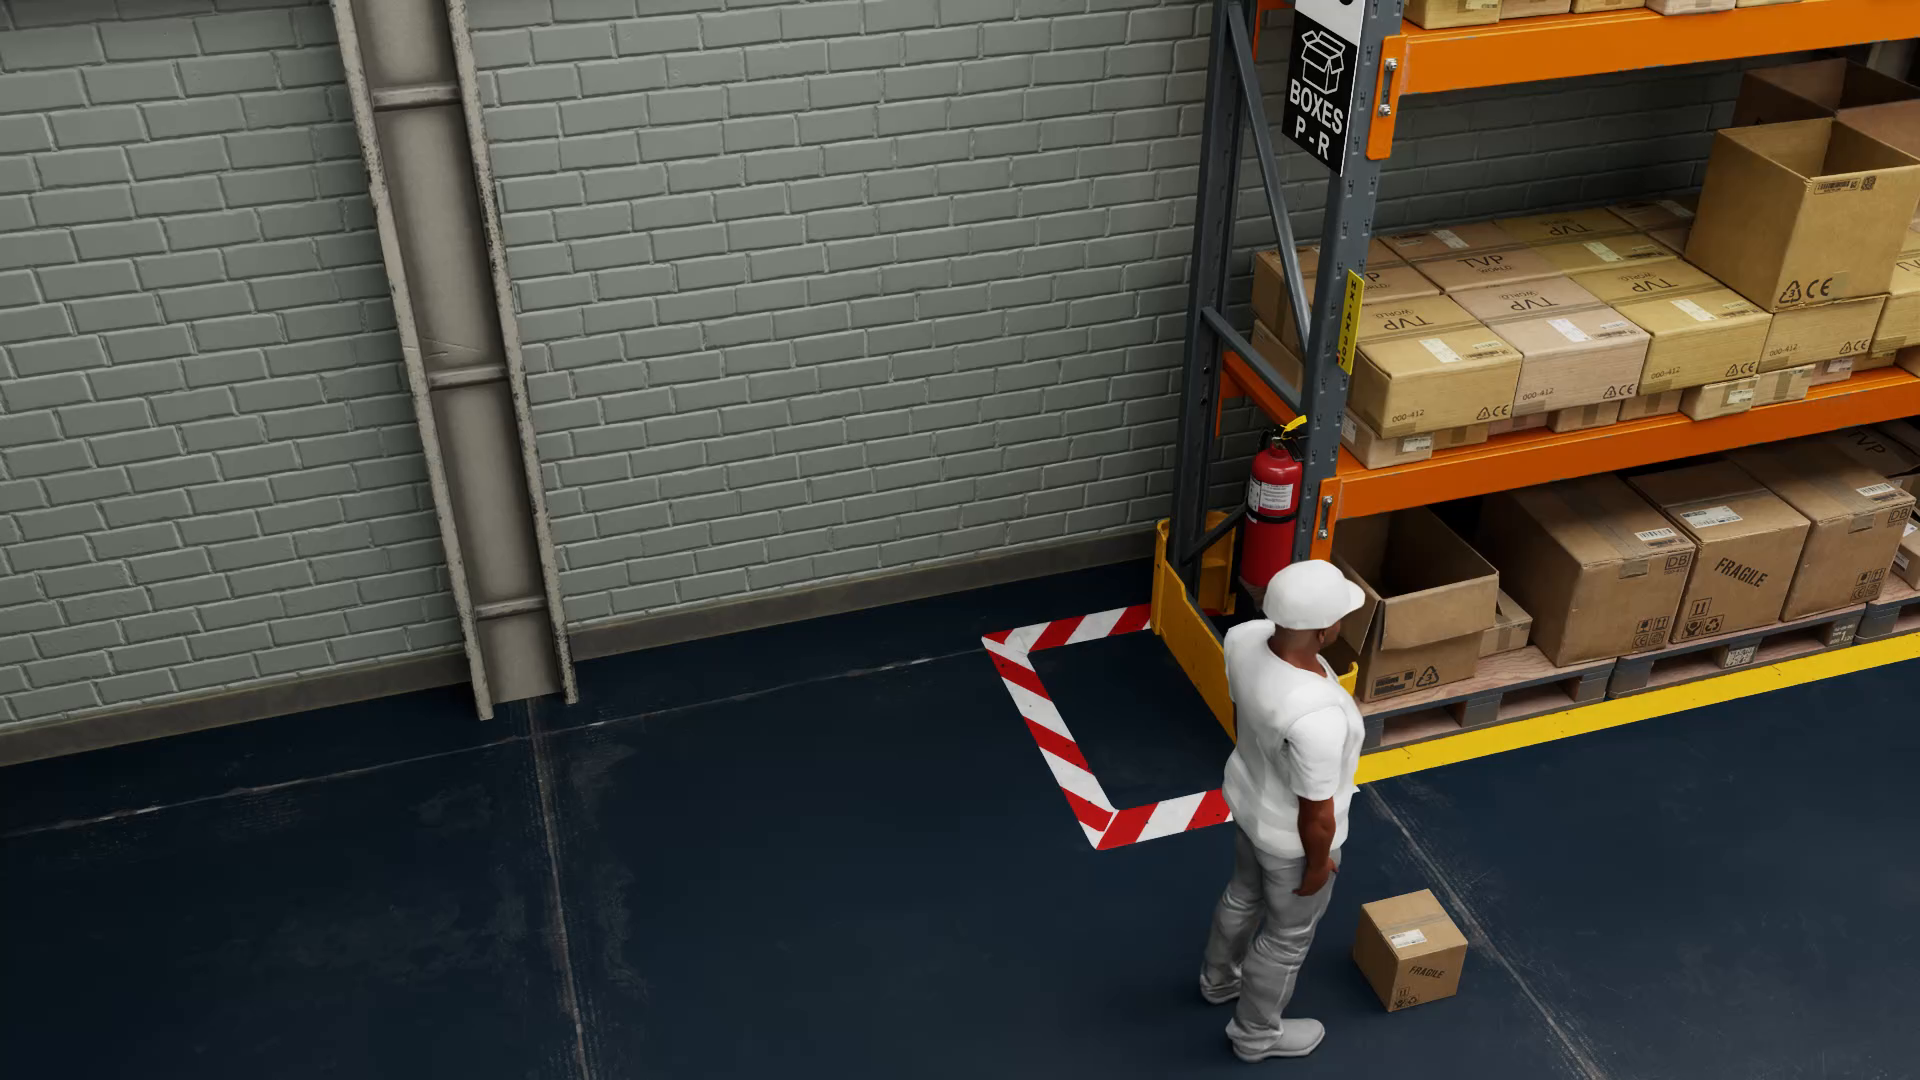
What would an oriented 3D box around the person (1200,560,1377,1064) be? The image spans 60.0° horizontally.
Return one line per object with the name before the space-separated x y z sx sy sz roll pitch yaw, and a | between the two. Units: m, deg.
person | 0.962 0.801 4.936 0.390 1.747 0.575 -9 35 -13
